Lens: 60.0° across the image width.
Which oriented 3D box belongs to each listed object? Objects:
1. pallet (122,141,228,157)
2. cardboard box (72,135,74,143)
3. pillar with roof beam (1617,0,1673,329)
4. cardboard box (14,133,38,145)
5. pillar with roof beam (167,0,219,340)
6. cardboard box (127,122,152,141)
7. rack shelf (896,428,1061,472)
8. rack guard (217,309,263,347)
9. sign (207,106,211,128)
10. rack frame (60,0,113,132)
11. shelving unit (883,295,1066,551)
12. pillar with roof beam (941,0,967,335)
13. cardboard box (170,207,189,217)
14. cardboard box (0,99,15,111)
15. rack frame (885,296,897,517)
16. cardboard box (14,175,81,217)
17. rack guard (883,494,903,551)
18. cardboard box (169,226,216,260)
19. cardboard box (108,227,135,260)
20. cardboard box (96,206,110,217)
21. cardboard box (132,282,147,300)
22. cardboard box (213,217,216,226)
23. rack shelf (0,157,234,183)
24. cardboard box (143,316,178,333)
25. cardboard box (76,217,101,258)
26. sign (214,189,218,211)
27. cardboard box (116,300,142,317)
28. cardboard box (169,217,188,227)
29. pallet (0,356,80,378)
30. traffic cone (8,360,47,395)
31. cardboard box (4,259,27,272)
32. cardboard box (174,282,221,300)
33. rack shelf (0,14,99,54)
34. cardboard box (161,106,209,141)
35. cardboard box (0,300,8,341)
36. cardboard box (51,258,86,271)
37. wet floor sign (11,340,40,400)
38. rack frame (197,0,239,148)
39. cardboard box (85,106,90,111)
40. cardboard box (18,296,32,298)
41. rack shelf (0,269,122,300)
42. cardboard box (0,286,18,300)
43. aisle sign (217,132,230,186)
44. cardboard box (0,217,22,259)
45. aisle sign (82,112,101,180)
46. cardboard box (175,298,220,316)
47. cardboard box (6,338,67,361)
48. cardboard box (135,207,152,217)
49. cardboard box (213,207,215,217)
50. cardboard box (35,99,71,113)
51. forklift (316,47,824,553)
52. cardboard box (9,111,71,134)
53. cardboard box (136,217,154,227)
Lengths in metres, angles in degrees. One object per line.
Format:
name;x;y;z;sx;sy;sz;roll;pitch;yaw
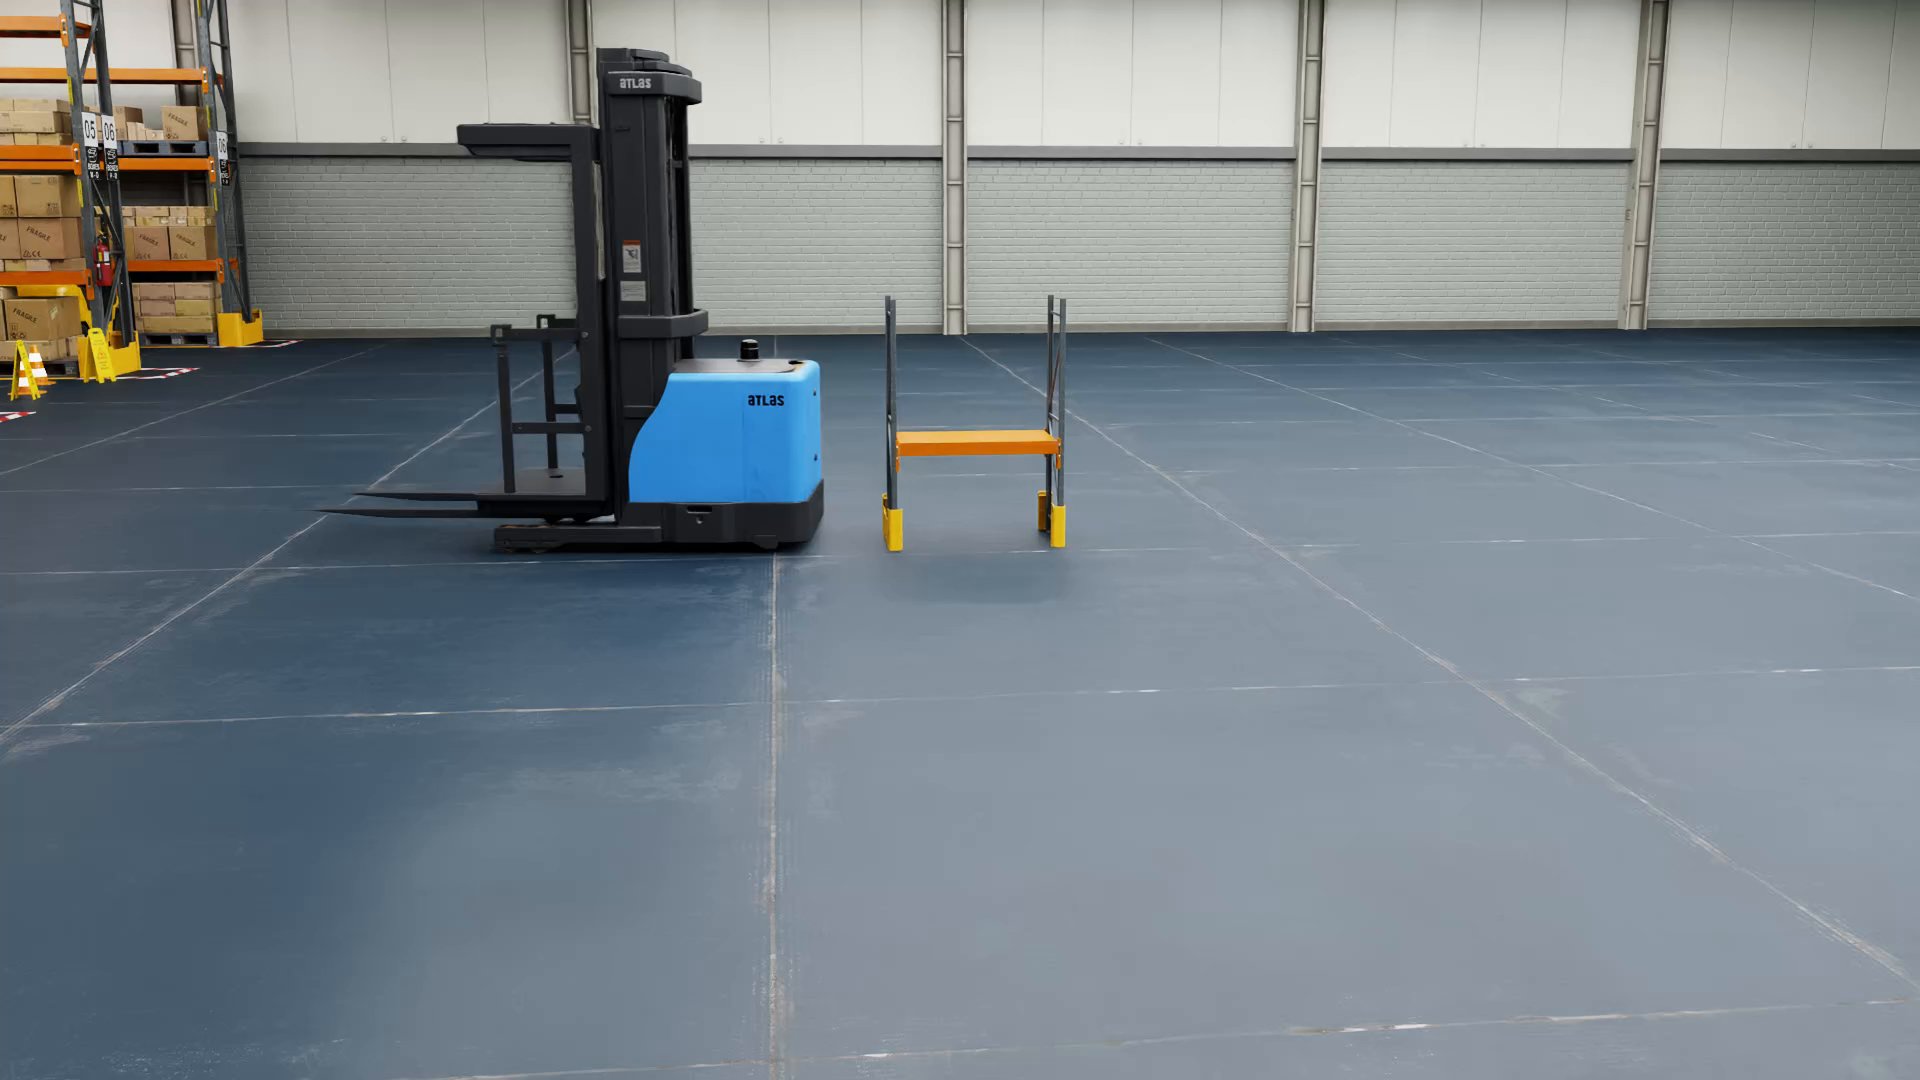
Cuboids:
pallet;-11.940;-5.955;25.337;1.213;0.211;1.003;-1;11;-6
cardboard box;-11.060;-4.989;20.842;0.250;0.149;0.380;-1;11;-6
pillar with roof beam;12.300;-7.313;24.238;0.400;9.000;9.100;-1;11;-6
cardboard box;-11.263;-4.861;20.192;0.250;0.149;0.380;-1;11;-6
pillar with roof beam;-11.559;-6.813;21.695;0.400;9.000;9.100;-1;11;-6
cardboard box;-12.278;-6.117;24.930;0.258;0.266;0.396;-1;11;-6
rack shelf;0.085;-0.561;10.267;1.000;0.185;0.538;-1;11;-6
rack guard;-11.211;-3.310;25.911;0.348;0.500;1.175;-1;11;-6
sign;-11.190;-6.300;24.770;0.005;0.325;0.100;-1;11;-6
rack frame;-10.695;-6.528;20.247;0.127;3.000;1.000;-1;11;-6
shelving unit;0.076;-0.738;10.231;1.083;1.500;0.587;-1;11;-6
pillar with roof beam;0.371;-7.063;22.966;0.400;9.000;9.100;-1;11;-6
cardboard box;-11.810;-4.991;25.267;0.250;0.149;0.380;-1;11;-6
cardboard box;-11.511;-5.254;20.125;0.250;0.149;0.380;-1;11;-7
rack frame;-0.421;-0.727;10.179;0.032;1.500;0.500;-1;11;-6
cardboard box;-11.179;-4.218;20.424;0.500;0.500;0.700;-1;11;-7
rack guard;-0.419;-0.114;10.299;0.087;0.250;0.587;-1;11;-6
cardboard box;-11.696;-4.525;25.350;0.500;0.500;0.500;-1;11;-7
cardboard box;-12.722;-4.505;25.249;0.500;0.500;0.500;-1;11;-7
cardboard box;-12.826;-4.956;25.090;0.250;0.149;0.380;-1;11;-5
cardboard box;-12.666;-3.790;25.320;0.500;0.250;0.500;-1;11;-5
cardboard box;-11.600;-4.947;25.812;0.250;0.149;0.380;-1;11;-8
rack shelf;-13.223;-5.614;25.236;4.000;0.370;1.077;-1;11;-6
cardboard box;-12.163;-3.314;25.491;0.500;0.250;0.500;-1;11;-6
cardboard box;-11.196;-3.823;21.008;0.500;0.500;0.500;-1;11;-7
sign;-11.190;-5.117;25.002;0.005;0.325;0.100;-1;11;-6
cardboard box;-12.696;-3.545;25.370;0.500;0.250;0.500;-1;11;-7
cardboard box;-11.800;-4.832;25.229;0.250;0.149;0.380;-1;11;-5
pallet;-11.582;-2.205;21.035;1.213;0.211;1.003;-1;11;-6
traffic cone;-10.525;-1.878;18.720;0.334;0.463;0.336;-1;11;-6
cardboard box;-11.541;-3.385;20.461;0.250;0.149;0.380;-1;11;-7
cardboard box;-11.659;-3.815;25.443;0.500;0.250;0.500;-1;11;-4
rack shelf;-12.683;-6.132;20.105;4.000;0.370;1.077;-1;11;-6
cardboard box;-11.648;-6.257;25.034;0.500;0.500;0.500;-1;11;-4
cardboard box;-11.982;-2.731;20.580;0.500;0.500;0.500;-1;11;-4
cardboard box;-11.044;-3.413;20.602;0.250;0.149;0.380;-1;11;-4
wet floor sign;-10.245;-1.863;18.170;0.232;0.644;0.267;-3;12;-16
rack frame;-11.235;-7.480;25.089;0.127;3.000;1.000;-1;11;-6
cardboard box;-13.263;-6.251;24.998;0.637;0.503;0.797;-1;11;-4
cardboard box;-12.070;-2.833;21.100;0.500;0.500;0.500;-2;11;-8
rack shelf;-12.683;-3.190;20.683;4.000;0.370;1.077;-1;11;-6
cardboard box;-11.821;-3.041;20.472;0.250;0.149;0.380;-1;11;-4
aisle sign;-11.138;-5.757;25.137;0.004;0.787;0.394;-1;11;-6
cardboard box;-11.703;-3.706;20.413;0.500;0.500;0.500;-1;11;-6
aisle sign;-10.602;-4.806;20.299;0.004;0.787;0.394;-1;11;-6
cardboard box;-11.685;-3.569;25.488;0.500;0.250;0.500;-1;11;-7
cardboard box;-11.493;-2.373;20.700;0.500;0.250;0.500;-1;11;-6
cardboard box;-12.323;-4.989;25.259;0.250;0.149;0.380;-1;11;-6
cardboard box;-11.592;-5.084;25.739;0.250;0.149;0.380;-1;11;-7
cardboard box;-10.999;-5.261;20.160;0.250;0.149;0.380;-1;11;-6
forklift;-2.411;-1.460;10.198;3.031;2.935;1.130;0;11;1
cardboard box;-11.175;-5.067;20.205;0.500;0.250;0.500;-1;11;-7
cardboard box;-12.312;-4.835;25.246;0.250;0.149;0.380;-1;11;-6
